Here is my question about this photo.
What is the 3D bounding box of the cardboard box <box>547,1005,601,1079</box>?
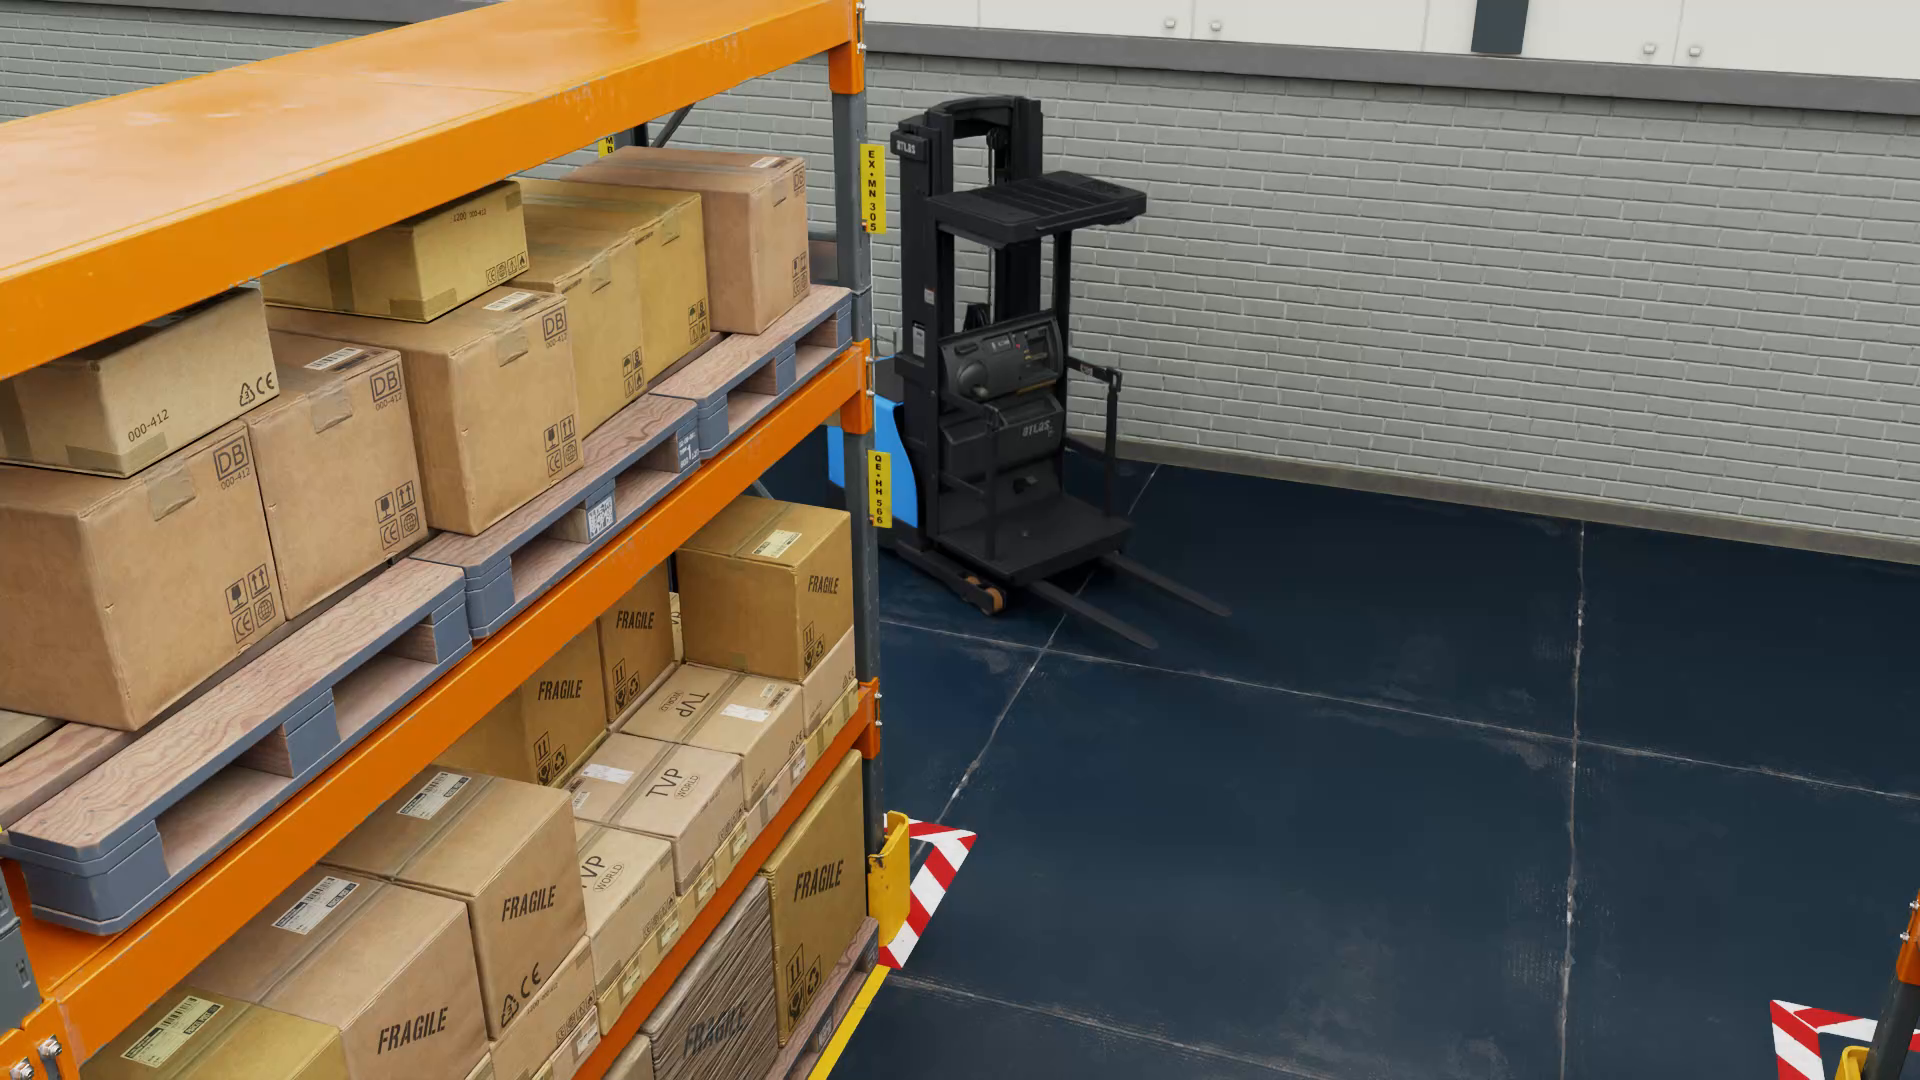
[{"bbox_3d":[-1.317,1.494,5.011,0.380,0.149,0.250,9,27,18],"label":"cardboard box"}]

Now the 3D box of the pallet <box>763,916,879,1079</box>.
[{"bbox_3d":[-1.021,1.938,7.006,1.003,0.211,1.213,9,27,17],"label":"pallet"}]

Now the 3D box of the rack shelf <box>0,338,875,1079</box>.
[{"bbox_3d":[-1.494,0.138,4.906,1.077,0.370,4.000,9,27,17],"label":"rack shelf"}]

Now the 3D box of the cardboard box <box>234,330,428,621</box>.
[{"bbox_3d":[-1.773,-0.193,4.054,0.700,0.500,0.500,10,28,20],"label":"cardboard box"}]

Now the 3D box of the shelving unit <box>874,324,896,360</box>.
[{"bbox_3d":[-0.589,-0.907,11.745,0.189,1.200,0.258,-19,32,-34],"label":"shelving unit"}]

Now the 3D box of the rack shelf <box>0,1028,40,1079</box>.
[{"bbox_3d":[-2.825,1.782,1.511,1.077,0.370,4.000,9,27,17],"label":"rack shelf"}]

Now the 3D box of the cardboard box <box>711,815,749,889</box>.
[{"bbox_3d":[-0.975,1.070,5.887,0.380,0.149,0.250,8,27,16],"label":"cardboard box"}]

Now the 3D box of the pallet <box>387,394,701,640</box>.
[{"bbox_3d":[-1.470,-0.158,4.794,1.003,0.211,1.213,9,27,17],"label":"pallet"}]

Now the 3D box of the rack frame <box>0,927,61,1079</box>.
[{"bbox_3d":[-2.160,1.987,3.705,1.000,3.000,0.127,9,27,17],"label":"rack frame"}]

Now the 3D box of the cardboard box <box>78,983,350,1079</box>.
[{"bbox_3d":[-1.759,1.423,3.839,0.500,0.500,0.500,9,27,17],"label":"cardboard box"}]

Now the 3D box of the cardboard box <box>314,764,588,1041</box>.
[{"bbox_3d":[-1.419,1.007,4.698,0.500,0.500,0.500,8,27,16],"label":"cardboard box"}]

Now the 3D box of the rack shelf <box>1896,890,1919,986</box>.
[{"bbox_3d":[3.150,2.249,3.988,1.077,0.370,4.000,9,27,17],"label":"rack shelf"}]

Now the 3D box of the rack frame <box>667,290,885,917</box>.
[{"bbox_3d":[-0.828,0.343,7.100,1.000,3.000,0.127,9,27,17],"label":"rack frame"}]

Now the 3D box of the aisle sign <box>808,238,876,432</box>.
[{"bbox_3d":[-0.522,-0.813,6.505,0.394,0.787,0.004,9,27,17],"label":"aisle sign"}]

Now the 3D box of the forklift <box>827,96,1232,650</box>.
[{"bbox_3d":[0.401,-1.102,10.163,1.130,2.935,3.031,-19,32,-34],"label":"forklift"}]

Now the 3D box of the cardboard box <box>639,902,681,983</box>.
[{"bbox_3d":[-1.145,1.278,5.457,0.380,0.149,0.250,9,27,18],"label":"cardboard box"}]

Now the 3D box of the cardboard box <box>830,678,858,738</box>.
[{"bbox_3d":[-0.636,0.650,6.754,0.380,0.149,0.250,9,27,18],"label":"cardboard box"}]

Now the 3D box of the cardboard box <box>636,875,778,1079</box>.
[{"bbox_3d":[-1.269,1.759,6.132,0.875,0.875,0.875,9,27,17],"label":"cardboard box"}]

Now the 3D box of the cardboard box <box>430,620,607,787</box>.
[{"bbox_3d":[-1.576,0.516,5.712,0.500,0.500,0.500,8,27,16],"label":"cardboard box"}]

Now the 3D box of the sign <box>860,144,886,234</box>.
[{"bbox_3d":[-0.321,-1.286,6.096,0.100,0.325,0.005,9,27,17],"label":"sign"}]

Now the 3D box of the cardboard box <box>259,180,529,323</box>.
[{"bbox_3d":[-1.510,-0.795,4.436,0.500,0.250,0.500,8,27,16],"label":"cardboard box"}]

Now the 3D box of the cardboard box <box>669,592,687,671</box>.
[{"bbox_3d":[-1.243,0.434,6.741,0.500,0.250,0.500,8,27,16],"label":"cardboard box"}]

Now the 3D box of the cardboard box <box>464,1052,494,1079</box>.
[{"bbox_3d":[-1.586,1.561,4.414,0.500,0.250,0.500,9,27,17],"label":"cardboard box"}]

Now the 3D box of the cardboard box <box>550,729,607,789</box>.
[{"bbox_3d":[-1.580,0.855,5.873,0.500,0.250,0.500,8,27,16],"label":"cardboard box"}]

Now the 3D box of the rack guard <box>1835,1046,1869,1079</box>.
[{"bbox_3d":[3.790,2.260,6.009,1.175,0.500,0.348,9,27,17],"label":"rack guard"}]

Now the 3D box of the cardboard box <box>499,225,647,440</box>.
[{"bbox_3d":[-1.378,-0.632,4.959,0.700,0.500,0.500,7,27,14],"label":"cardboard box"}]

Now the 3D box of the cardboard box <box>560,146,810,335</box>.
[{"bbox_3d":[-0.951,-1.065,5.854,0.700,0.500,0.500,7,27,14],"label":"cardboard box"}]

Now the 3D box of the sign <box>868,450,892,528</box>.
[{"bbox_3d":[-0.321,-0.201,6.622,0.100,0.325,0.005,9,27,17],"label":"sign"}]

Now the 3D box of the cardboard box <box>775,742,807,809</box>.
[{"bbox_3d":[-0.806,0.860,6.319,0.380,0.149,0.250,9,27,18],"label":"cardboard box"}]

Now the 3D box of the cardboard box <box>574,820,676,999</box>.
[{"bbox_3d":[-1.247,1.146,5.271,0.500,0.250,0.500,9,27,18],"label":"cardboard box"}]

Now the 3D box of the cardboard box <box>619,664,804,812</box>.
[{"bbox_3d":[-0.909,0.722,6.147,0.500,0.250,0.500,8,27,17],"label":"cardboard box"}]
